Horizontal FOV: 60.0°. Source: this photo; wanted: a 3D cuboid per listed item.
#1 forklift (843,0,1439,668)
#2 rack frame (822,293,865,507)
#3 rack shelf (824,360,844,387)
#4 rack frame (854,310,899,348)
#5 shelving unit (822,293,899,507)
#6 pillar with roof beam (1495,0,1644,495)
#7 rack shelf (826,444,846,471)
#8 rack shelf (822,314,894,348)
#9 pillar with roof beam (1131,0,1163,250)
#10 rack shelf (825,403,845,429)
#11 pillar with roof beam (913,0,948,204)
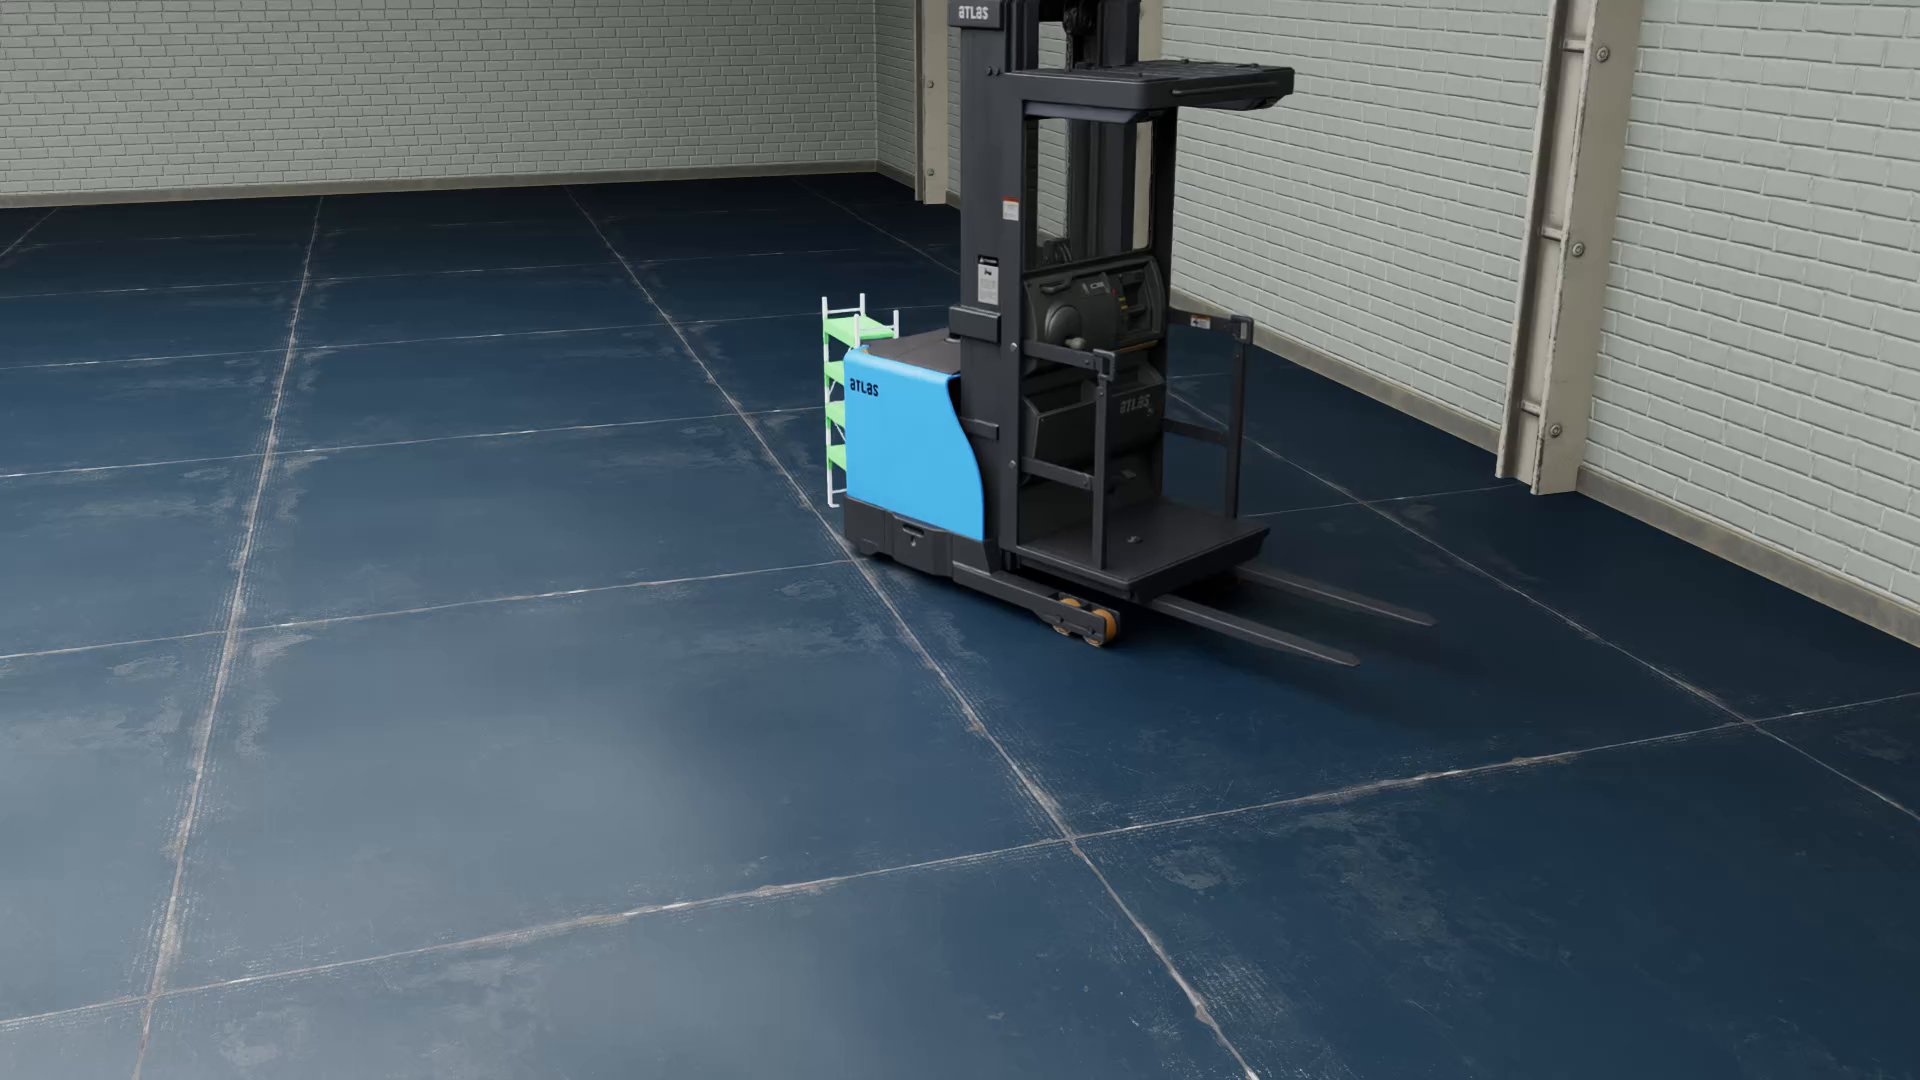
[{"bbox_3d":[0.788,-1.093,7.625,1.130,2.935,3.031,-19,27,-42],"label":"forklift"},{"bbox_3d":[-0.637,-0.771,9.289,0.240,1.200,0.015,-9,22,-23],"label":"rack frame"},{"bbox_3d":[-0.536,-0.862,9.021,0.258,0.148,0.480,-9,22,-23],"label":"rack shelf"},{"bbox_3d":[-0.436,-0.621,8.871,0.240,1.200,0.015,-9,22,-23],"label":"rack frame"},{"bbox_3d":[-0.536,-0.696,9.080,0.258,1.200,0.503,-9,22,-23],"label":"shelving unit"},{"bbox_3d":[-0.666,-4.117,7.067,9.100,9.000,0.400,-6,21,-17],"label":"pillar with roof beam"},{"bbox_3d":[-0.536,-0.410,9.183,0.258,0.148,0.480,-9,22,-23],"label":"rack shelf"},{"bbox_3d":[-0.536,-1.088,8.940,0.258,0.148,0.480,-9,22,-23],"label":"rack shelf"},{"bbox_3d":[-2.551,-6.043,12.428,9.100,9.000,0.400,-6,21,-17],"label":"pillar with roof beam"},{"bbox_3d":[-0.536,-0.636,9.102,0.258,0.148,0.480,-9,22,-23],"label":"rack shelf"},{"bbox_3d":[-4.437,-7.968,17.788,9.100,9.000,0.400,-6,21,-17],"label":"pillar with roof beam"}]
